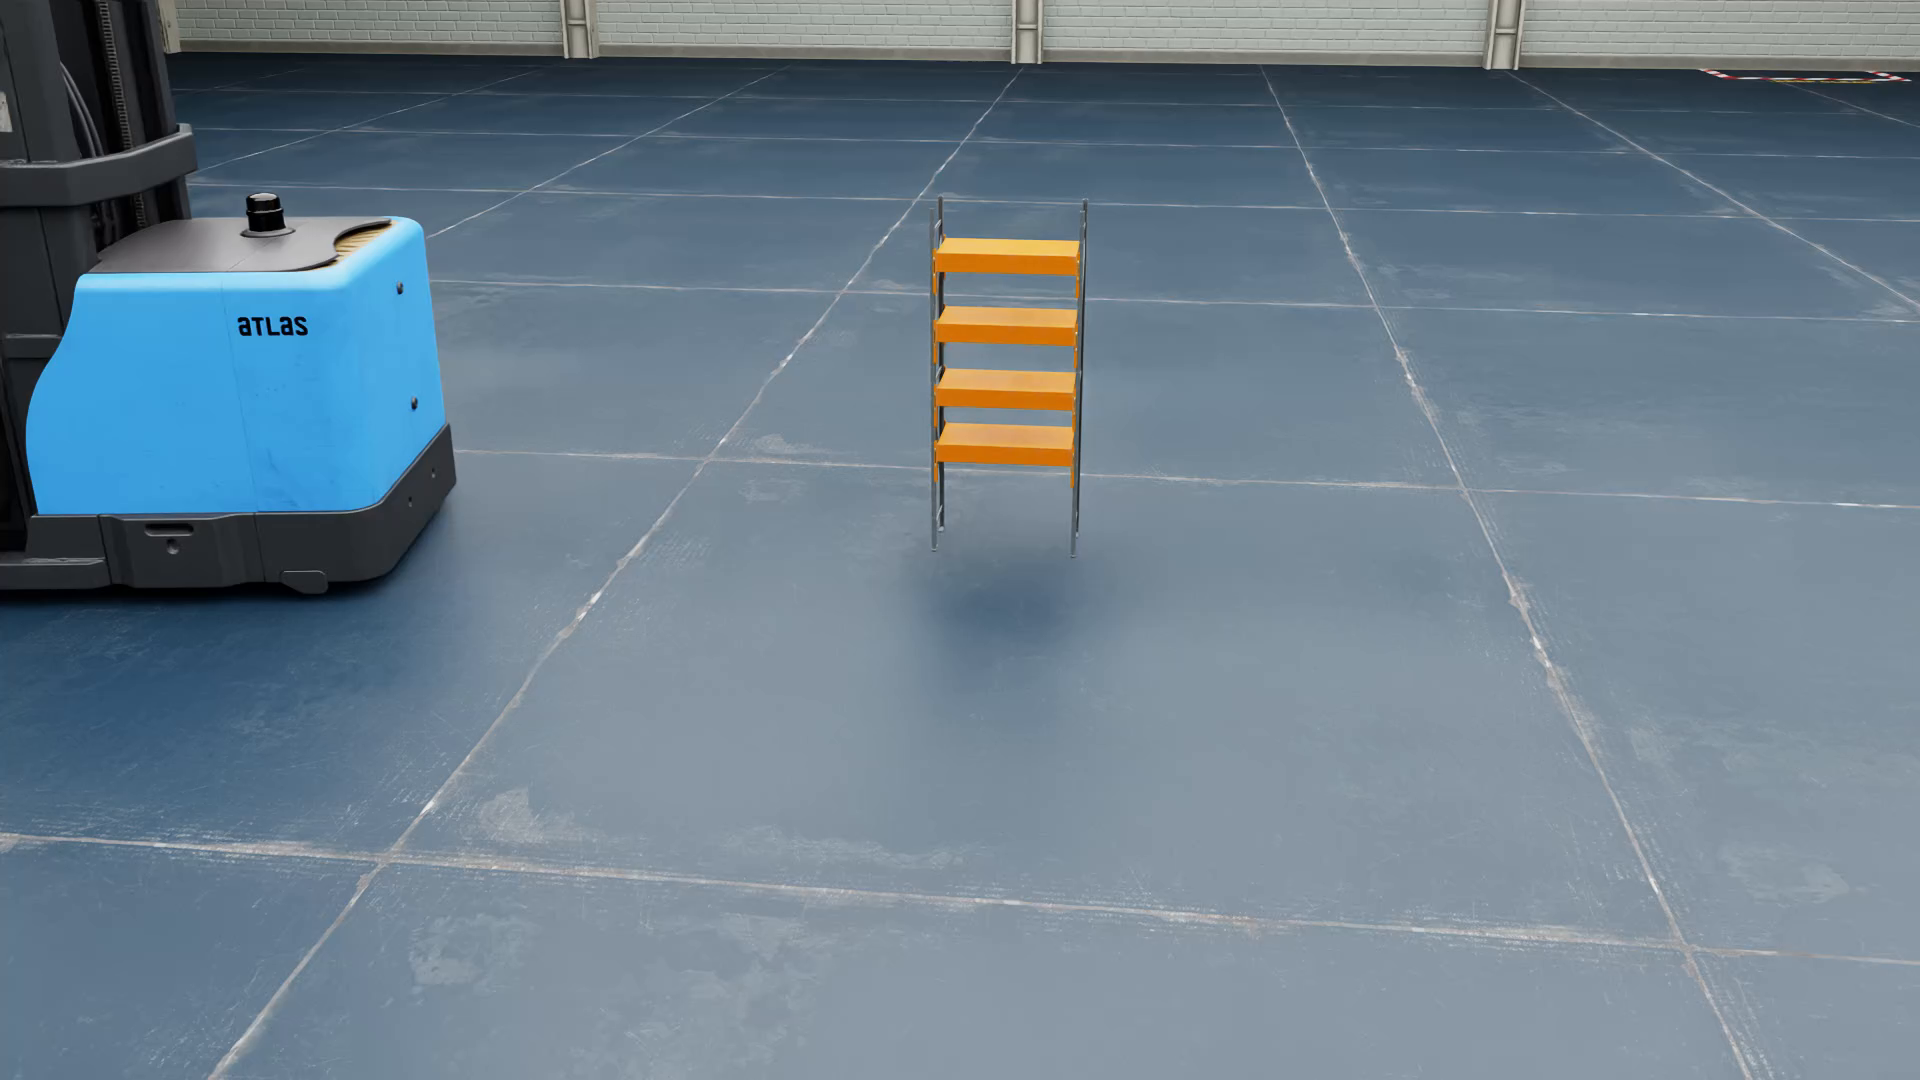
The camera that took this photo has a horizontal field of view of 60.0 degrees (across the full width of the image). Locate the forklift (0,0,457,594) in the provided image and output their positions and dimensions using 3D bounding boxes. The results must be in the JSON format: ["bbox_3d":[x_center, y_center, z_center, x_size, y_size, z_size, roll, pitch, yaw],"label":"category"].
[{"bbox_3d":[-3.405,-1.337,5.335,3.031,2.935,1.130,-1,22,-2],"label":"forklift"}]

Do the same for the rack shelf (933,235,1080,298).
[{"bbox_3d":[0.164,-0.916,5.557,0.480,0.148,0.258,2,22,6],"label":"rack shelf"}]

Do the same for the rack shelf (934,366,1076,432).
[{"bbox_3d":[0.164,-0.488,5.726,0.480,0.148,0.258,2,22,6],"label":"rack shelf"}]

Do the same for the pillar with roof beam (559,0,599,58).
[{"bbox_3d":[-5.588,-9.108,16.738,0.400,9.000,9.100,2,22,6],"label":"pillar with roof beam"}]

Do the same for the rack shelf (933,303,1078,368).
[{"bbox_3d":[0.164,-0.696,5.644,0.480,0.148,0.258,2,22,6],"label":"rack shelf"}]

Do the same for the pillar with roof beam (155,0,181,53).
[{"bbox_3d":[-11.546,-9.367,17.394,0.400,9.000,9.100,2,22,6],"label":"pillar with roof beam"}]

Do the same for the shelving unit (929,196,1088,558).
[{"bbox_3d":[0.164,-0.551,5.701,0.503,1.200,0.258,2,22,6],"label":"shelving unit"}]

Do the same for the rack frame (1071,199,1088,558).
[{"bbox_3d":[0.407,-0.540,5.674,0.015,1.200,0.240,2,22,6],"label":"rack frame"}]

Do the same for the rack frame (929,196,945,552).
[{"bbox_3d":[-0.078,-0.561,5.728,0.015,1.200,0.240,2,22,6],"label":"rack frame"}]

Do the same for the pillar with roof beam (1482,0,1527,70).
[{"bbox_3d":[6.329,-8.589,15.424,0.400,9.000,9.100,2,22,6],"label":"pillar with roof beam"}]

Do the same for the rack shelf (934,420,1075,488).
[{"bbox_3d":[0.164,-0.304,5.799,0.480,0.148,0.258,2,22,6],"label":"rack shelf"}]

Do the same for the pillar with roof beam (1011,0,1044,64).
[{"bbox_3d":[0.371,-8.848,16.081,0.400,9.000,9.100,2,22,6],"label":"pillar with roof beam"}]
